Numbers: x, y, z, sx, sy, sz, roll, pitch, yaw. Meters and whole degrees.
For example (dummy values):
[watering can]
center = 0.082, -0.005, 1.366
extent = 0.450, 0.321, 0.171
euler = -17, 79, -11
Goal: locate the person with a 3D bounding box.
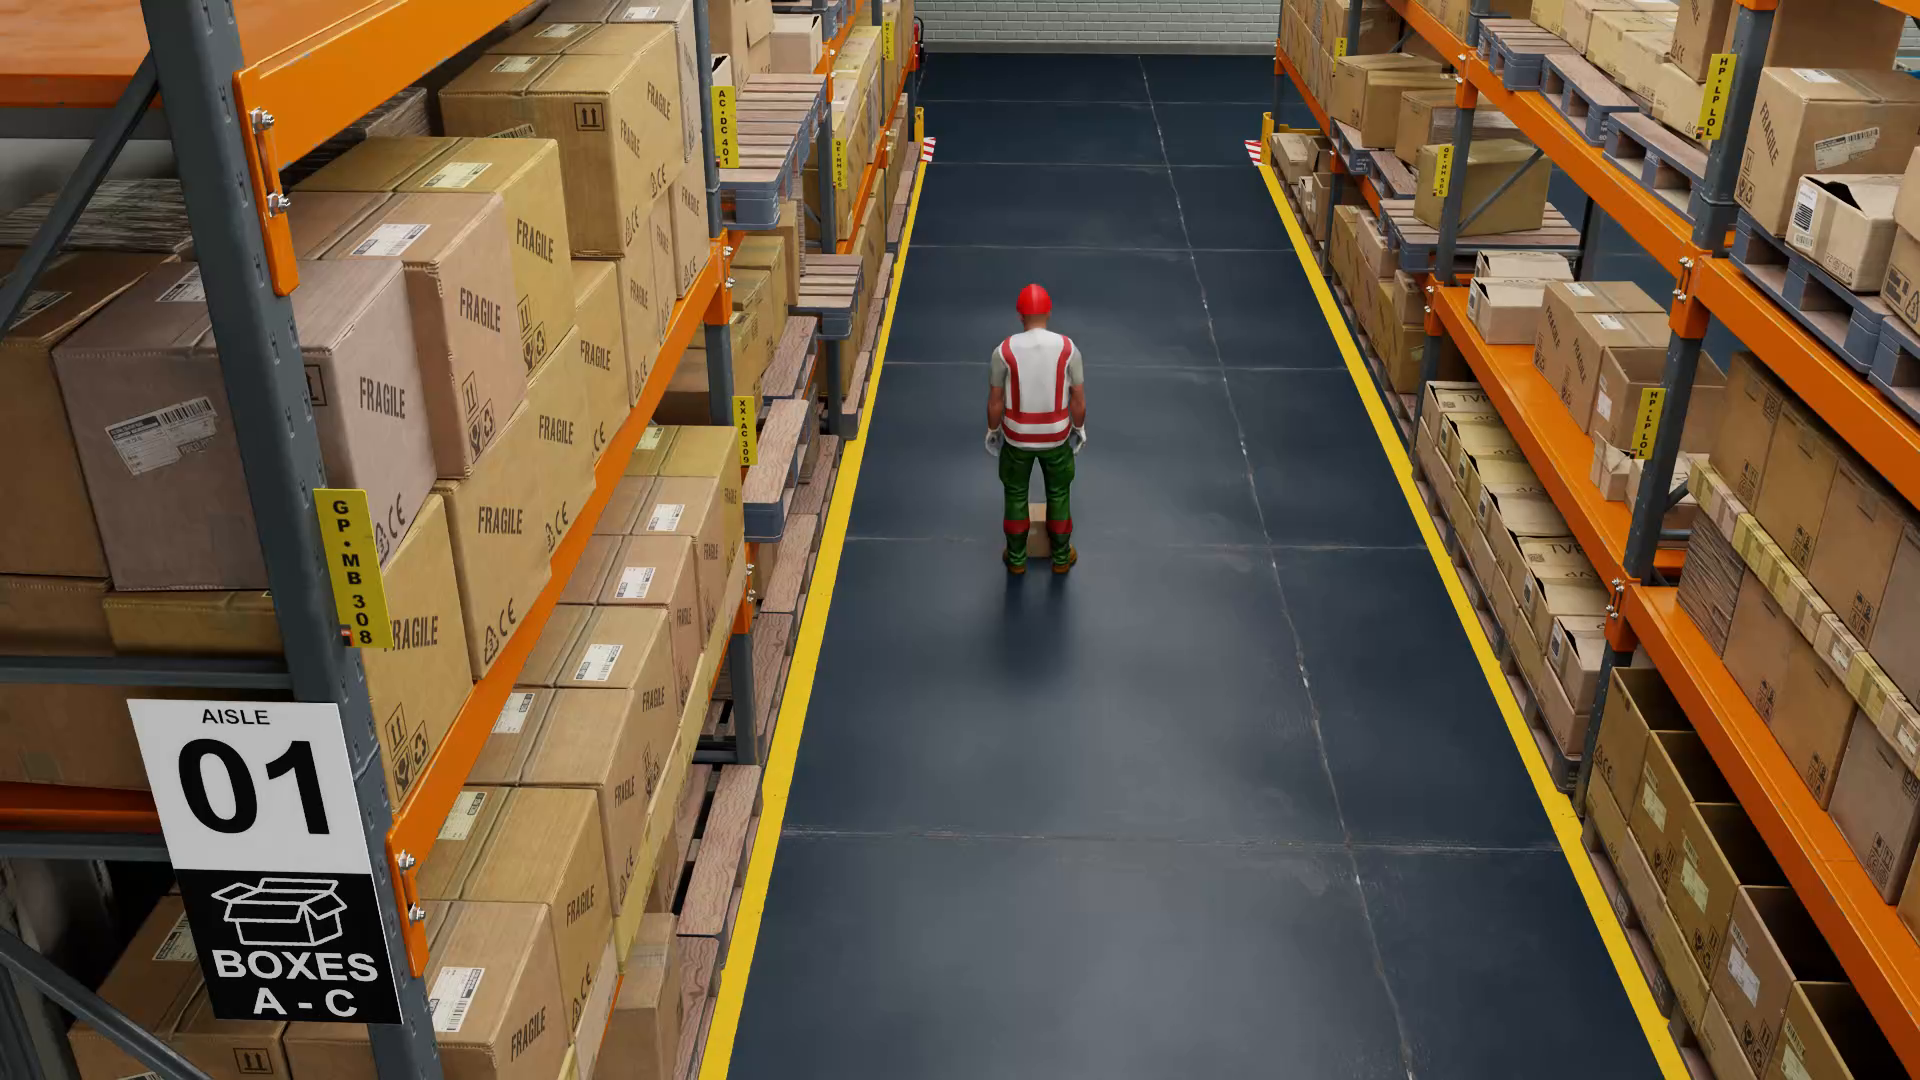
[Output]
[person]
center = 0.448, -0.632, 9.808
extent = 0.601, 1.777, 0.452
euler = 0, 28, 0
